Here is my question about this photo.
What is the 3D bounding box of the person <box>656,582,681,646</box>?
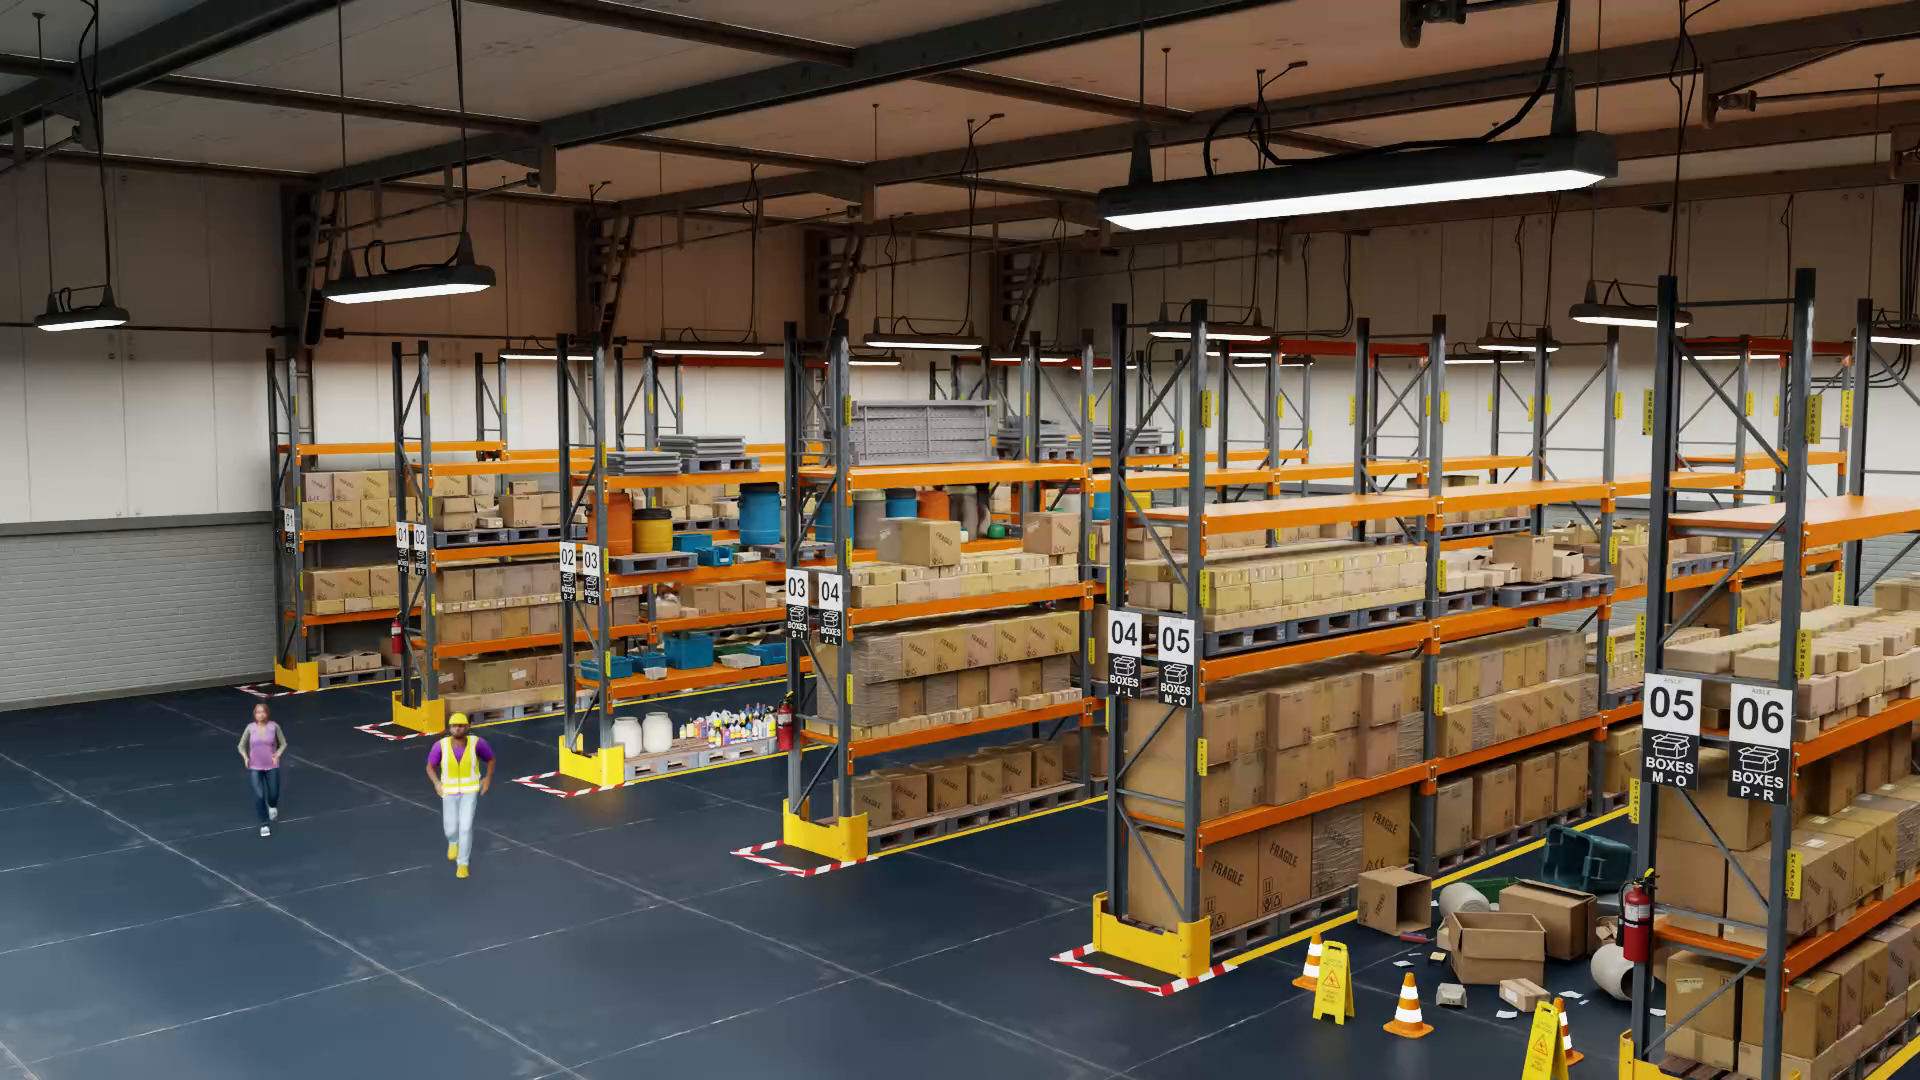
[{"bbox_3d":[-5.485,1.603,31.152,0.665,1.763,0.821,4,6,39],"label":"person"}]

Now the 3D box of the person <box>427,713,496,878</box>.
[{"bbox_3d":[-5.424,2.737,18.104,0.726,1.754,0.720,-1,5,-13],"label":"person"}]

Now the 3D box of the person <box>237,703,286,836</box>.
[{"bbox_3d":[-8.244,2.691,19.661,0.536,1.548,0.568,-2,5,-22],"label":"person"}]
